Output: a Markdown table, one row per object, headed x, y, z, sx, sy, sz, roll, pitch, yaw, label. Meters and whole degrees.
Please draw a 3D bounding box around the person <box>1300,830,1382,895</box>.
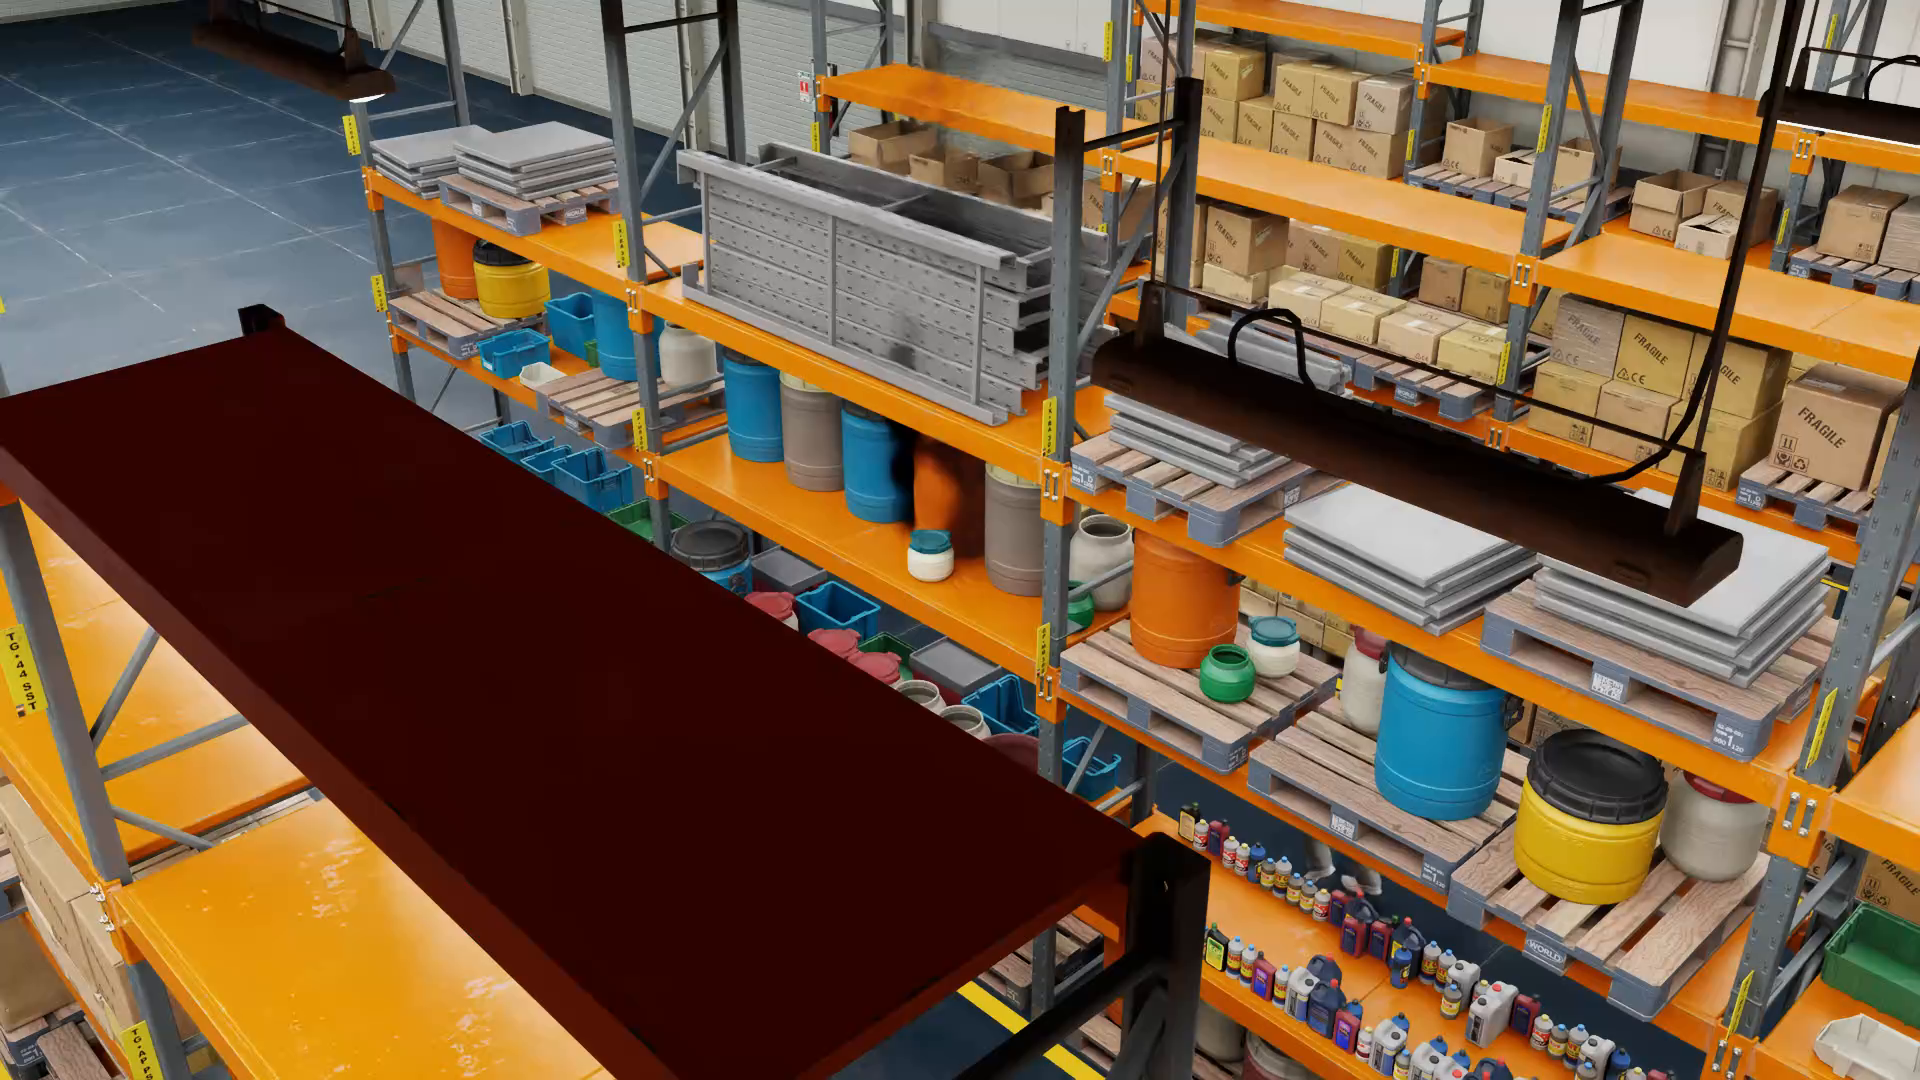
| x | y | z | sx | sy | sz | roll | pitch | yaw | label |
| --- | --- | --- | --- | --- | --- | --- | --- | --- | --- |
| 2.736 | 1.786 | 11.782 | 0.726 | 1.710 | 0.542 | 23 | 36 | 36 | person |
